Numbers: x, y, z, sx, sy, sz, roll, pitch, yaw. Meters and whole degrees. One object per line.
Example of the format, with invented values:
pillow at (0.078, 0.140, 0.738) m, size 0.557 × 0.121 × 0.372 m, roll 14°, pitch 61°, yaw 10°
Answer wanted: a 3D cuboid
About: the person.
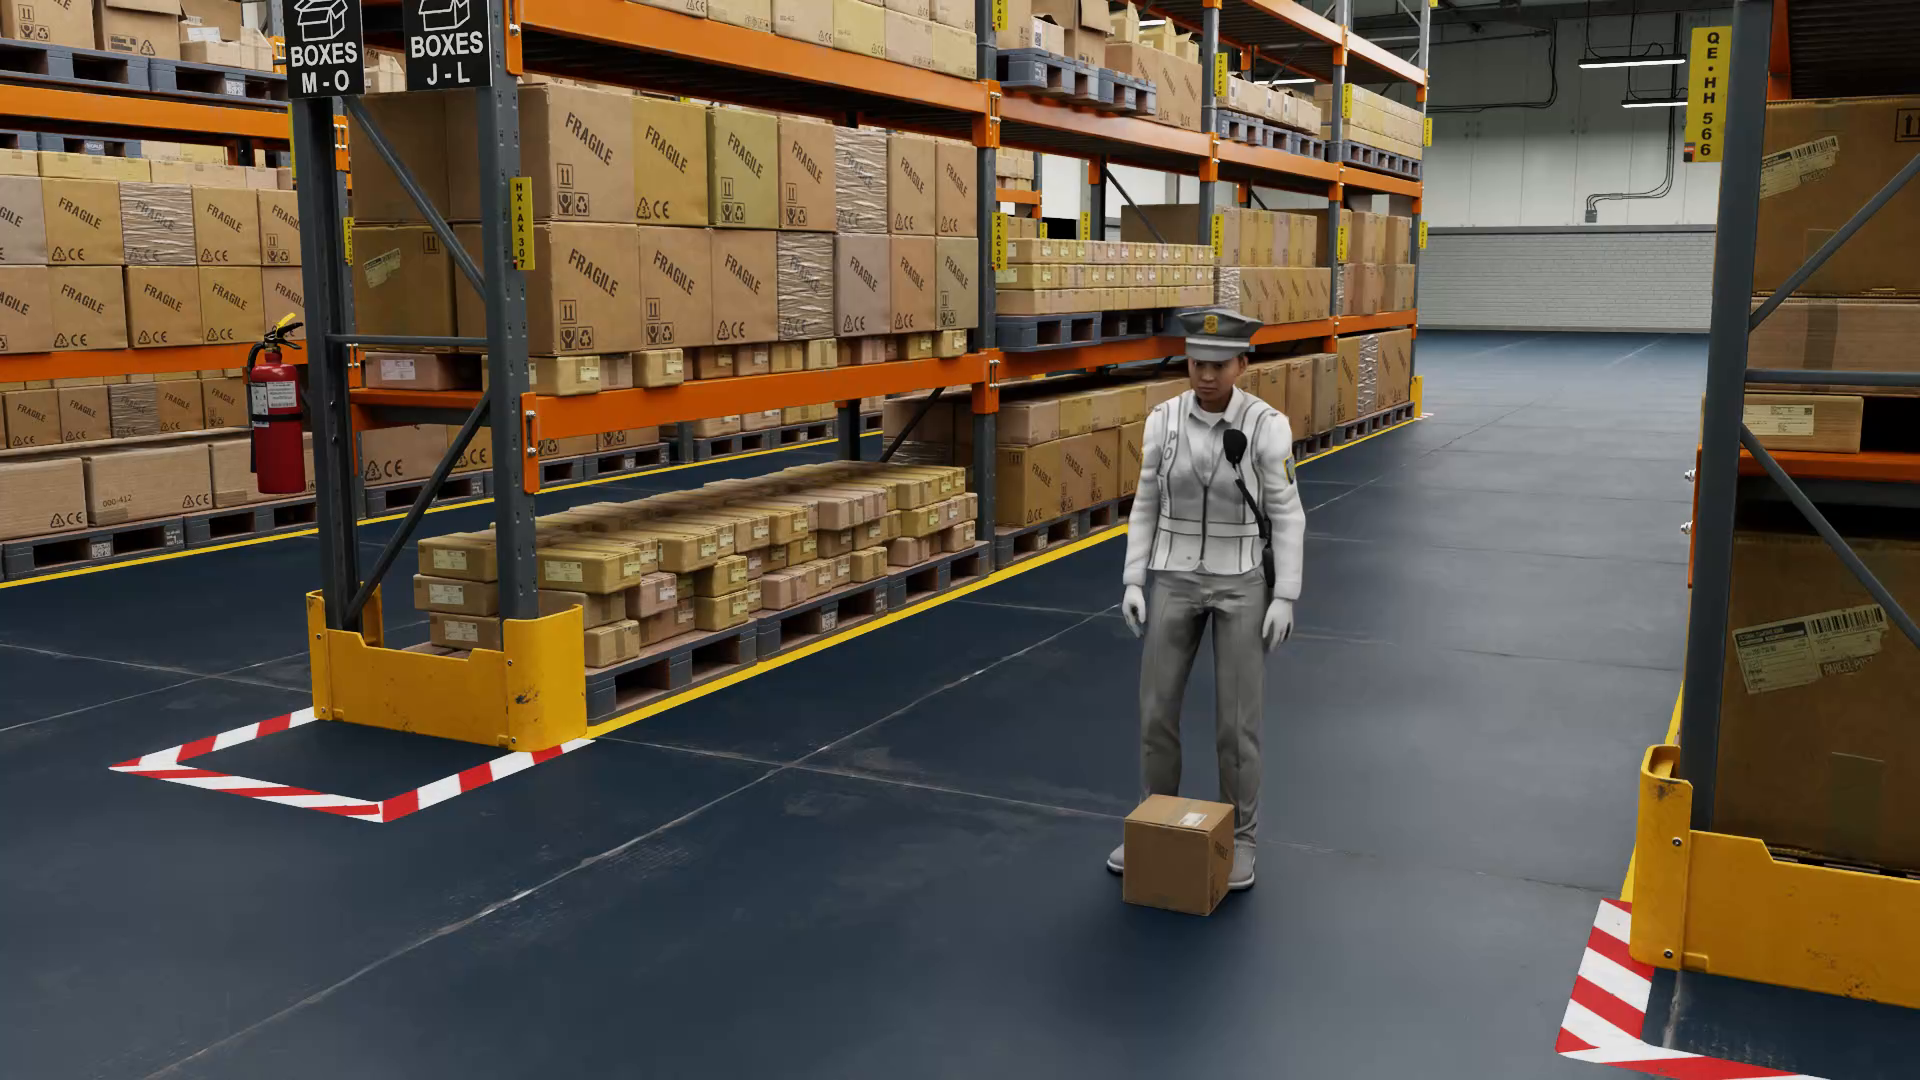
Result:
person at (0.728, 0.163, 4.853) m, size 0.529 × 1.662 × 0.375 m, roll 4°, pitch 10°, yaw 23°
